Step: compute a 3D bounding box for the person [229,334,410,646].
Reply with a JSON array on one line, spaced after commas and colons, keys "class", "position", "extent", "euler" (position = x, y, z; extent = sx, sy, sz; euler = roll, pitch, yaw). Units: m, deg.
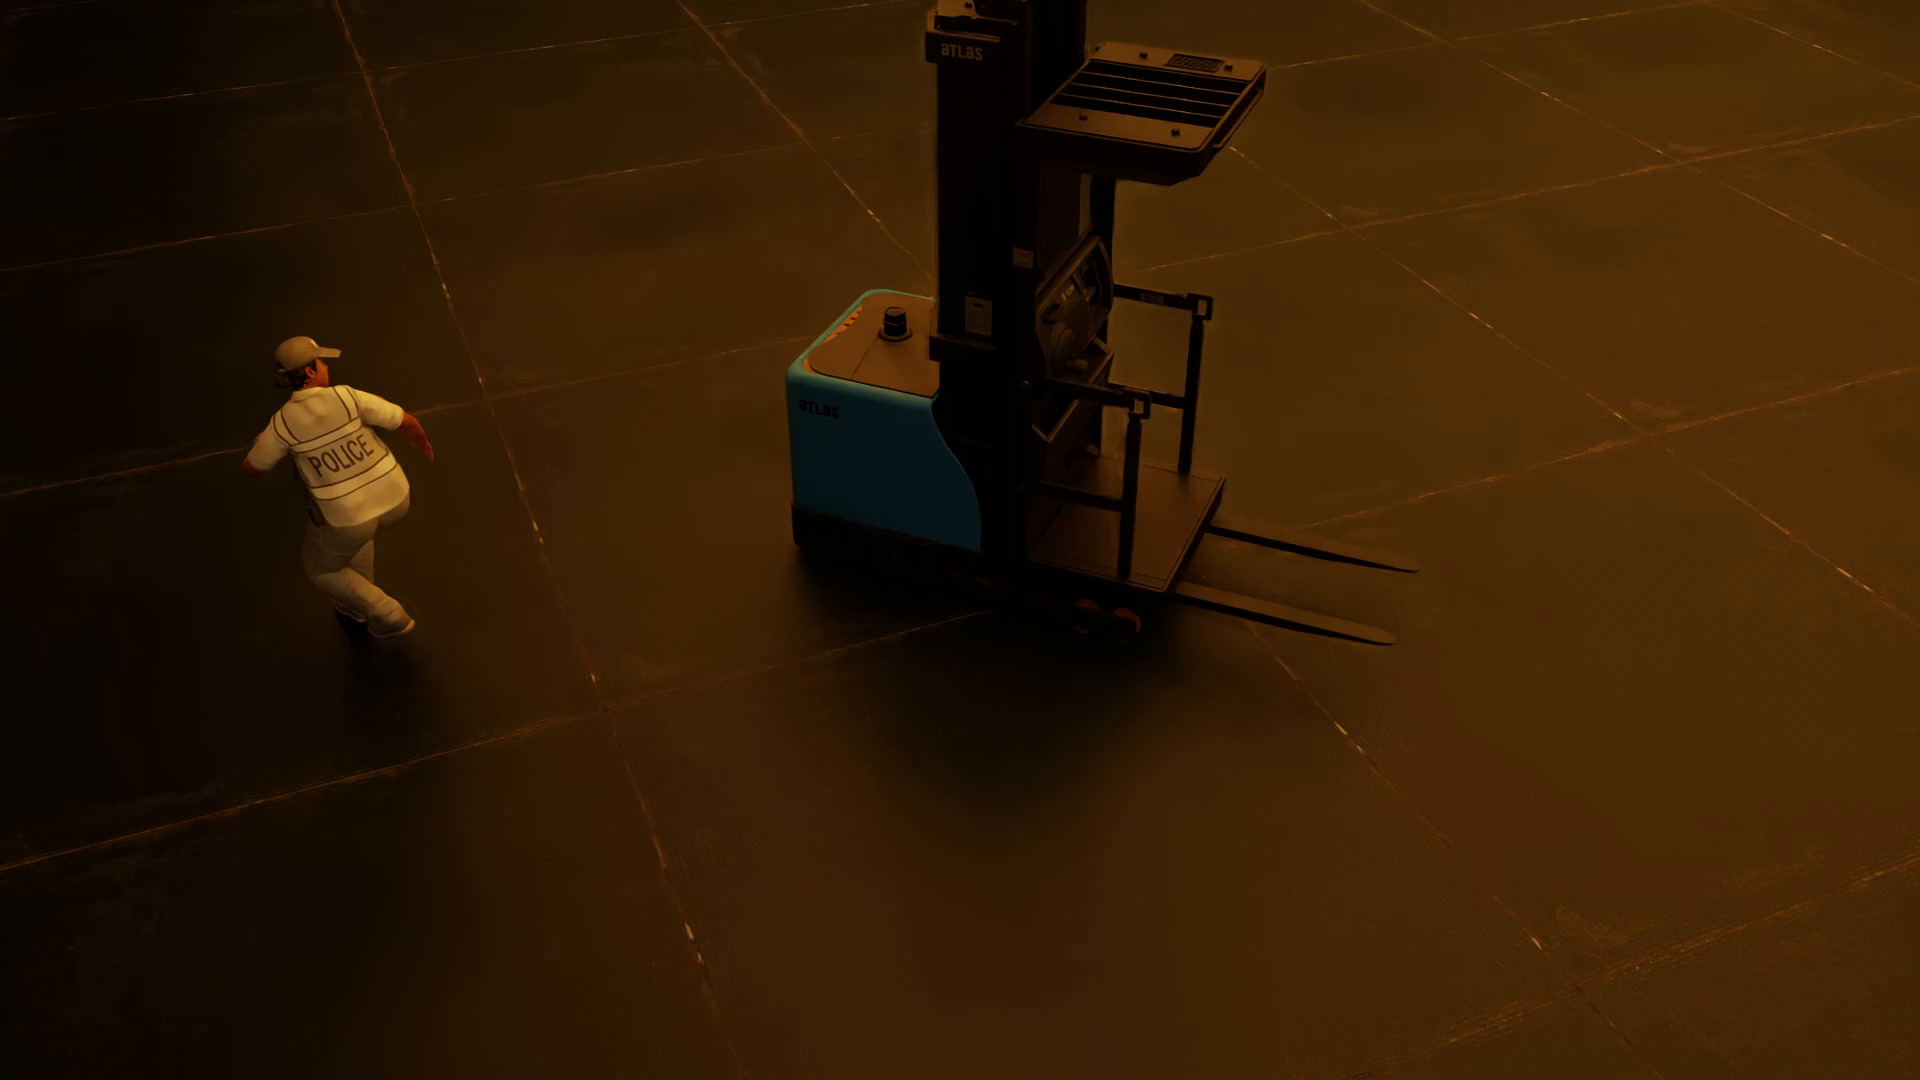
[{"class": "person", "position": [-2.871, -0.260, 7.608], "extent": [0.796, 1.556, 0.771], "euler": [-29, 45, -35]}]

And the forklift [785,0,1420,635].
[{"class": "forklift", "position": [0.730, -1.084, 7.623], "extent": [3.031, 2.935, 1.130], "euler": [11, 37, 14]}]
